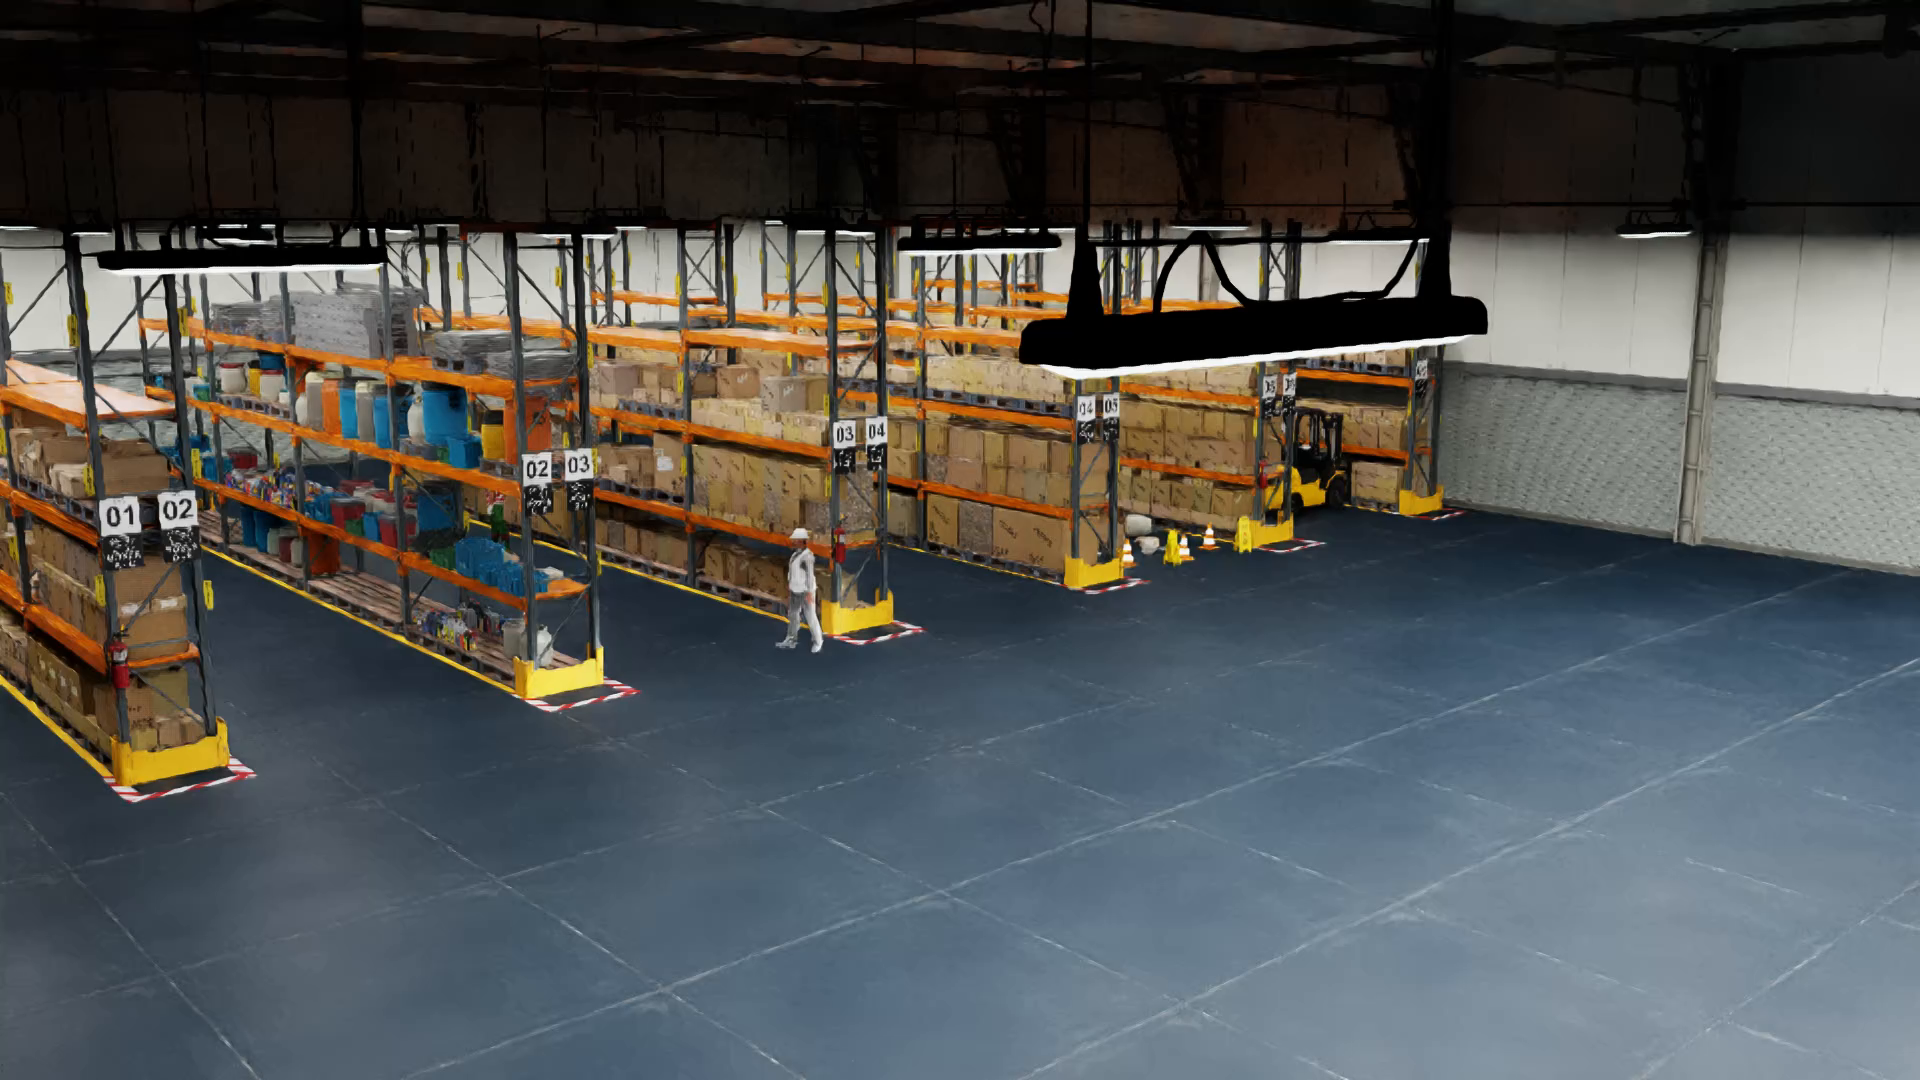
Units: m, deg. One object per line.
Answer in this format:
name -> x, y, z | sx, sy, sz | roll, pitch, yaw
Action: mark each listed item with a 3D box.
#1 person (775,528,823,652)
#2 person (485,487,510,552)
person -> -2.338, 0.701, 23.876 | 0.613, 1.768, 0.728 | -6, 13, -29
person -> -8.595, -0.665, 30.567 | 0.577, 1.785, 0.655 | -2, 12, -11
